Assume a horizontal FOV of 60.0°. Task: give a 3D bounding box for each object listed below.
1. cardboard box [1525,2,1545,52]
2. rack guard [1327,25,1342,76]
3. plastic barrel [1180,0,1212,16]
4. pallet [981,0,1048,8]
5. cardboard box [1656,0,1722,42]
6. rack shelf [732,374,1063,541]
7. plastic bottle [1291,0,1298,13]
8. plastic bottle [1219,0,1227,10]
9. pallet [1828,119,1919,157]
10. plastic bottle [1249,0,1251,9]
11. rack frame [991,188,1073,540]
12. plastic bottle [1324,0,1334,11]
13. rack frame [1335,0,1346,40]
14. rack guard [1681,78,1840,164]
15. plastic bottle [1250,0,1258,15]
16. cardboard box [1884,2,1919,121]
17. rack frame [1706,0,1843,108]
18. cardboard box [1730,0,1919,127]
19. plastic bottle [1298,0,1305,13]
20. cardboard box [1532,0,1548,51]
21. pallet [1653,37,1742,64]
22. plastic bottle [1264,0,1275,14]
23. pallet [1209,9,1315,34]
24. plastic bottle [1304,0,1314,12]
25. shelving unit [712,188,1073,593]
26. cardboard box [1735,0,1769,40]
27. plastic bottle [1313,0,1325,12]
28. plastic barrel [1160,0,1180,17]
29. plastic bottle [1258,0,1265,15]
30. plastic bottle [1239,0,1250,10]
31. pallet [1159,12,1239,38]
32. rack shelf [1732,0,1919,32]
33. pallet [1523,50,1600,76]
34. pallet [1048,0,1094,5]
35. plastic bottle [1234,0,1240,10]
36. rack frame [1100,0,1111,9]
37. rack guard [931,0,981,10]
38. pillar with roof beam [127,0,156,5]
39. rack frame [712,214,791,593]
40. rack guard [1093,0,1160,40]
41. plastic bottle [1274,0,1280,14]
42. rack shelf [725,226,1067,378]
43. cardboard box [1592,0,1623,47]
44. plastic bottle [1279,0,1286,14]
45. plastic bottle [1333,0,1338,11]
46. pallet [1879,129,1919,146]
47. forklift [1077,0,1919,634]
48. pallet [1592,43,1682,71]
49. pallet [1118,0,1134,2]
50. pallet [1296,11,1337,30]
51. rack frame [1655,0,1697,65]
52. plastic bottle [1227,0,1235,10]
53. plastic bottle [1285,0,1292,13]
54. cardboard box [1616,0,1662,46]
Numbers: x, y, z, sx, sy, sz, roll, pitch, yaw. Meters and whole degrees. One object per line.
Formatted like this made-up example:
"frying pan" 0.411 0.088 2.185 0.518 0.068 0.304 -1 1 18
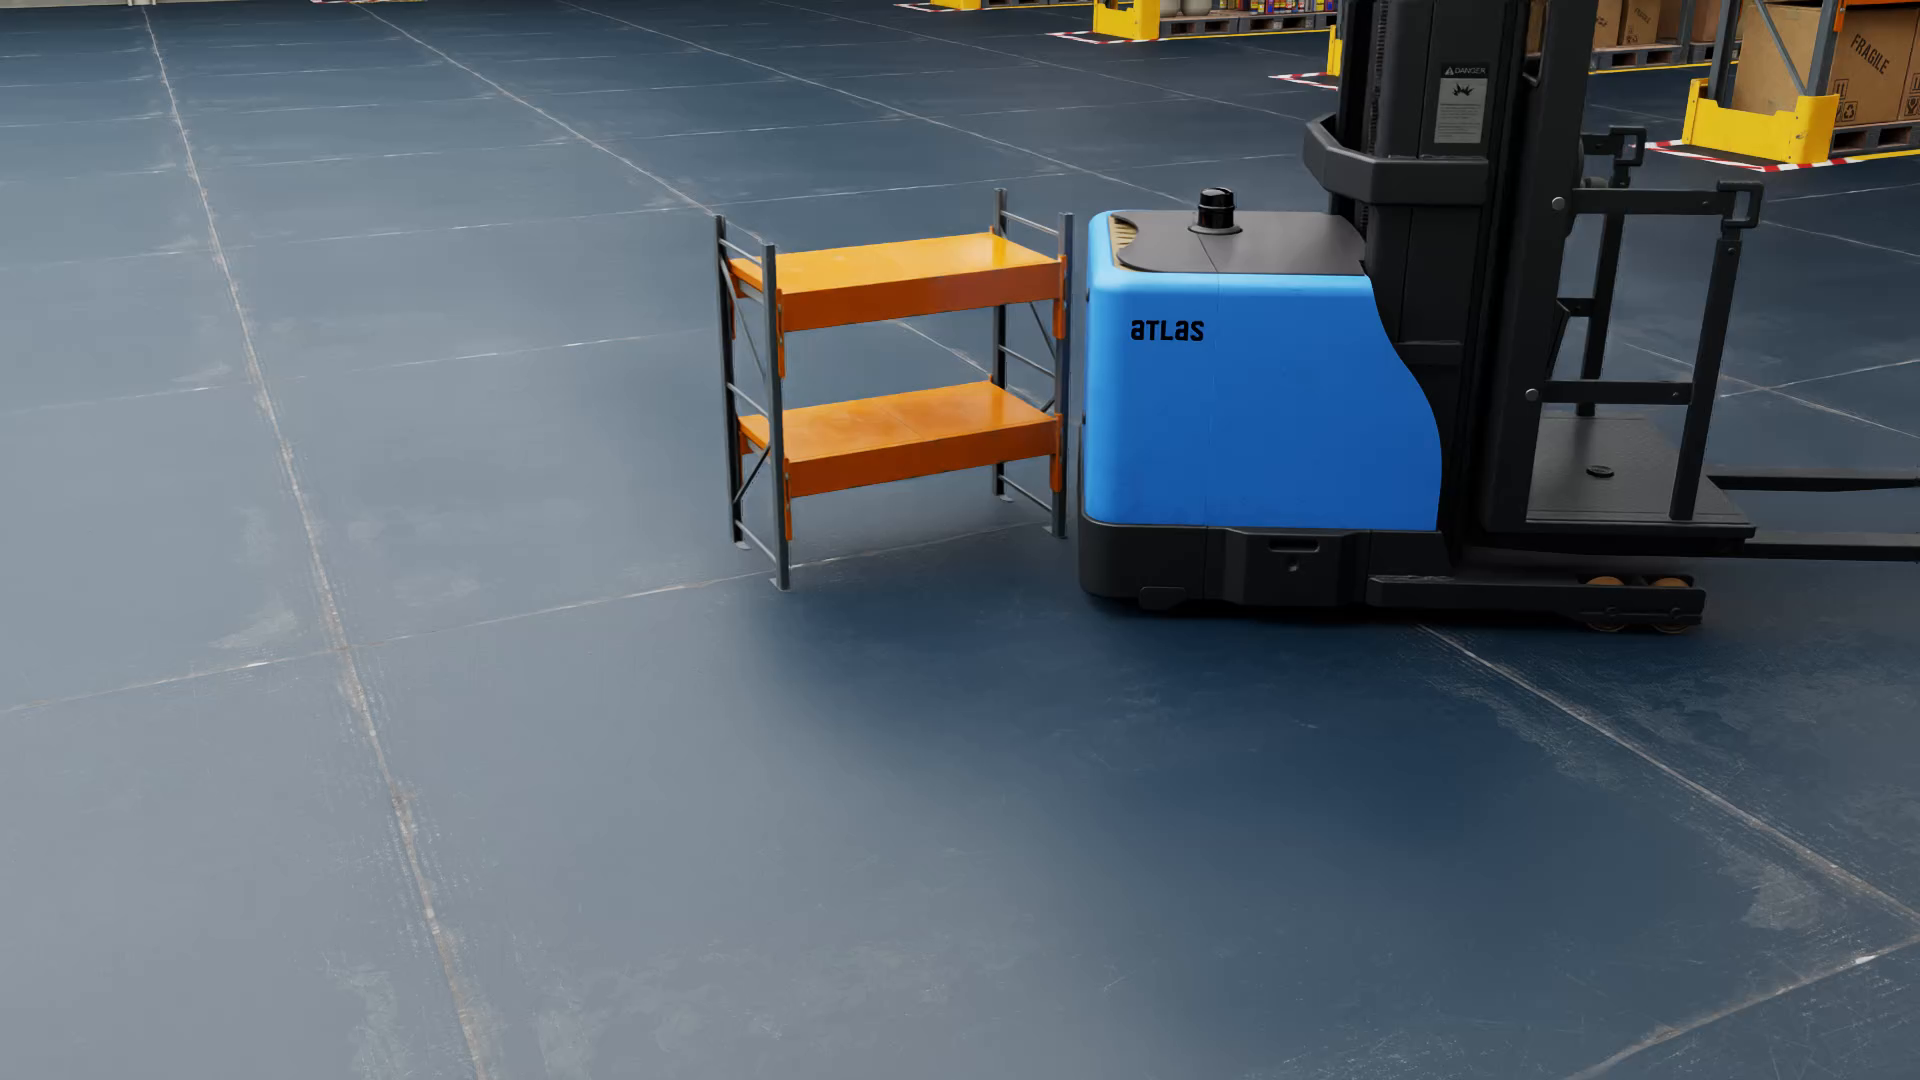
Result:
"cardboard box" 5.910 -5.543 17.937 0.500 0.500 0.500 -8 24 -19
"rack guard" 4.313 -5.055 17.309 0.348 0.500 1.175 -10 25 -24
"plastic barrel" 3.108 -7.168 21.848 0.421 0.512 0.421 0 22 0
"pallet" 0.622 -8.465 25.924 1.213 0.211 1.003 -10 25 -24
"cardboard box" 8.411 -6.004 19.025 0.500 0.500 0.700 -13 26 -28
"rack shelf" -0.215 -0.297 5.637 1.000 0.278 0.538 -11 25 -24
"plastic bottle" 4.447 -7.148 22.087 0.097 0.271 0.097 0 22 0
"plastic bottle" 3.561 -7.271 22.476 0.097 0.201 0.097 0 22 0
"pallet" 6.991 -3.343 13.549 1.213 0.211 1.003 -10 25 -24
"plastic bottle" 3.925 -7.360 22.595 0.135 0.276 0.152 -11 25 -25
"rack frame" 0.240 -0.610 5.752 0.032 1.125 0.500 -11 25 -24
"plastic bottle" 4.943 -7.237 22.287 0.133 0.283 0.061 -9 24 -20
"rack frame" 4.244 -6.198 16.800 0.127 3.000 1.000 -10 25 -24
"rack guard" 6.283 -3.313 13.099 0.348 0.500 1.175 -10 25 -24
"plastic bottle" 3.865 -7.041 21.829 0.097 0.271 0.097 0 22 0
"cardboard box" 7.679 -3.966 13.637 0.875 0.875 0.875 -11 25 -24
"rack frame" 6.304 -4.471 12.630 0.127 3.000 1.000 -10 25 -24
"cardboard box" 6.887 -3.819 13.283 0.875 0.875 0.875 -10 25 -23
"plastic bottle" 4.539 -7.132 22.142 0.097 0.201 0.097 0 22 0
"cardboard box" 6.433 -5.620 18.124 0.500 0.500 0.500 -13 26 -28
"pallet" 8.549 -5.702 19.250 1.213 0.211 1.003 -10 25 -24
"plastic bottle" 4.077 -7.077 21.902 0.133 0.283 0.061 -10 25 -23
"pallet" 3.976 -6.979 22.333 1.213 0.211 1.003 -10 25 -24
"plastic bottle" 4.633 -7.196 22.197 0.135 0.276 0.152 -10 24 -23
"shelving unit" -0.215 -0.523 5.543 1.048 1.125 0.538 -11 25 -24
"cardboard box" 8.849 -6.076 19.201 0.500 0.500 0.700 -11 25 -24
"plastic bottle" 4.781 -7.256 22.245 0.185 0.351 0.144 -11 25 -24
"plastic barrel" 2.656 -7.085 21.647 0.421 0.512 0.421 0 22 0
"plastic bottle" 3.958 -7.025 21.883 0.097 0.201 0.097 0 22 0
"plastic bottle" 3.847 -7.304 22.450 0.133 0.283 0.061 -10 25 -24
"pallet" 2.879 -6.778 21.848 1.213 0.211 1.003 -10 25 -24
"rack shelf" 8.107 -4.471 13.569 4.000 0.370 1.077 -10 25 -24
"pallet" 6.158 -5.245 18.145 1.213 0.211 1.003 -10 25 -24
"pallet" 1.720 -8.666 26.409 1.213 0.211 1.003 -10 25 -24
"plastic bottle" 3.800 -7.337 22.540 0.135 0.276 0.152 -10 25 -23
"rack frame" 2.096 -7.904 20.924 0.127 3.000 1.000 -10 25 -24
"rack guard" -0.070 -8.453 25.518 0.348 0.500 1.175 -10 25 -24
"pillar with roof beam" -10.890 -11.031 20.632 0.400 9.000 9.100 -10 25 -24
"rack frame" -0.670 -0.437 5.335 0.032 1.125 0.500 -11 25 -24
"rack guard" 2.144 -6.778 21.472 0.348 0.500 1.175 -10 25 -24
"plastic bottle" 4.174 -7.097 21.966 0.097 0.271 0.097 0 22 0
"rack shelf" -0.215 -0.794 5.431 1.000 0.278 0.538 -11 25 -24
"cardboard box" 6.958 -5.750 18.438 0.500 0.500 0.500 -3 23 -7
"plastic bottle" 4.264 -7.114 22.006 0.097 0.271 0.097 0 22 0
"plastic bottle" 5.072 -7.309 22.374 0.185 0.351 0.144 -12 25 -26
"pallet" 8.089 -3.543 14.034 1.213 0.211 1.003 -10 25 -24
"forklift" 1.913 -1.279 5.008 3.031 2.935 1.130 1 23 3
"pallet" 7.259 -5.449 18.638 1.213 0.211 1.003 -10 25 -24
"pallet" 2.821 -8.870 26.902 1.213 0.211 1.003 -10 25 -24
"pallet" 5.077 -7.183 22.826 1.213 0.211 1.003 -10 25 -24
"rack frame" 7.849 -6.861 18.403 0.127 3.000 1.000 -10 25 -24
"plastic bottle" 3.658 -7.334 22.522 0.133 0.283 0.061 -10 24 -22
"plastic bottle" 4.353 -7.098 22.059 0.097 0.201 0.097 0 22 0
"cardboard box" 7.471 -5.848 18.674 0.500 0.500 0.500 -11 25 -25
